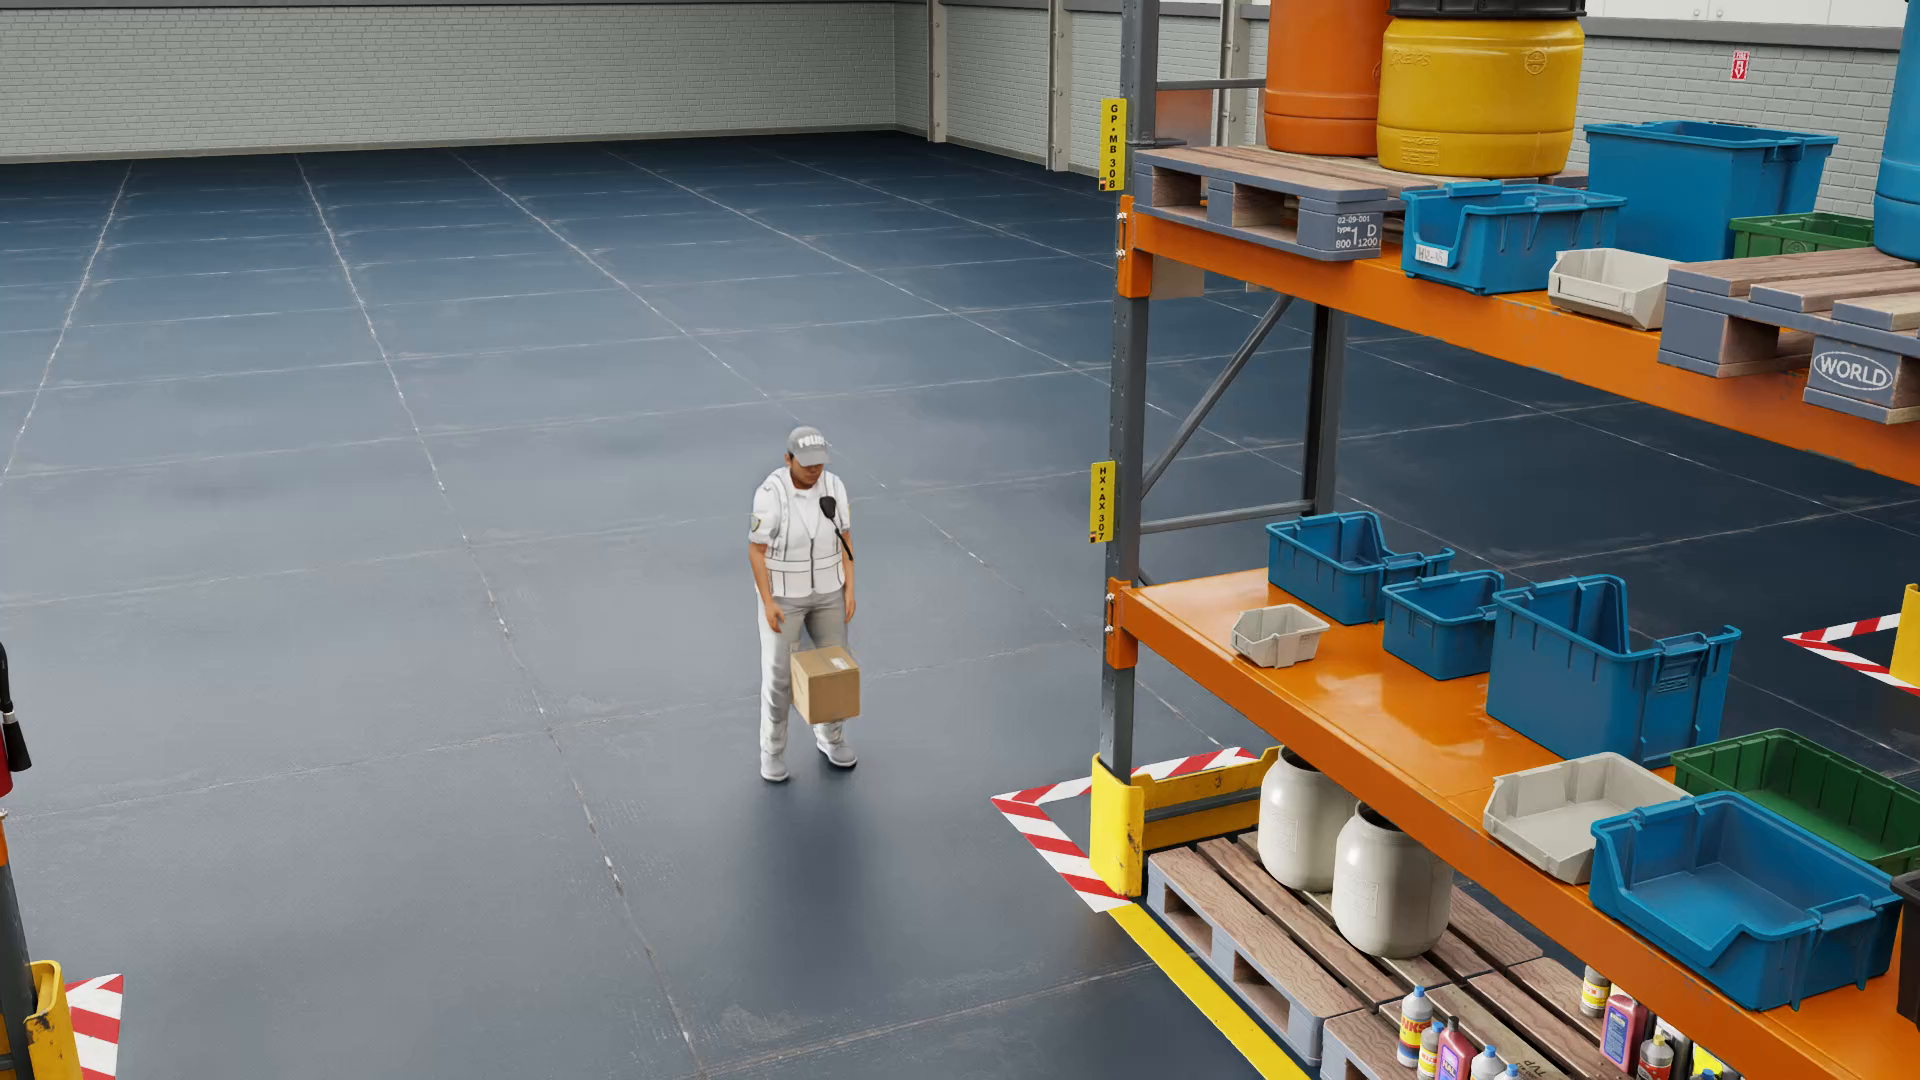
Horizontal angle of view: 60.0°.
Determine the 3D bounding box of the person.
[{"bbox_3d":[-0.732,0.271,7.760,0.526,1.670,0.439,-9,21,-23],"label":"person"}]
